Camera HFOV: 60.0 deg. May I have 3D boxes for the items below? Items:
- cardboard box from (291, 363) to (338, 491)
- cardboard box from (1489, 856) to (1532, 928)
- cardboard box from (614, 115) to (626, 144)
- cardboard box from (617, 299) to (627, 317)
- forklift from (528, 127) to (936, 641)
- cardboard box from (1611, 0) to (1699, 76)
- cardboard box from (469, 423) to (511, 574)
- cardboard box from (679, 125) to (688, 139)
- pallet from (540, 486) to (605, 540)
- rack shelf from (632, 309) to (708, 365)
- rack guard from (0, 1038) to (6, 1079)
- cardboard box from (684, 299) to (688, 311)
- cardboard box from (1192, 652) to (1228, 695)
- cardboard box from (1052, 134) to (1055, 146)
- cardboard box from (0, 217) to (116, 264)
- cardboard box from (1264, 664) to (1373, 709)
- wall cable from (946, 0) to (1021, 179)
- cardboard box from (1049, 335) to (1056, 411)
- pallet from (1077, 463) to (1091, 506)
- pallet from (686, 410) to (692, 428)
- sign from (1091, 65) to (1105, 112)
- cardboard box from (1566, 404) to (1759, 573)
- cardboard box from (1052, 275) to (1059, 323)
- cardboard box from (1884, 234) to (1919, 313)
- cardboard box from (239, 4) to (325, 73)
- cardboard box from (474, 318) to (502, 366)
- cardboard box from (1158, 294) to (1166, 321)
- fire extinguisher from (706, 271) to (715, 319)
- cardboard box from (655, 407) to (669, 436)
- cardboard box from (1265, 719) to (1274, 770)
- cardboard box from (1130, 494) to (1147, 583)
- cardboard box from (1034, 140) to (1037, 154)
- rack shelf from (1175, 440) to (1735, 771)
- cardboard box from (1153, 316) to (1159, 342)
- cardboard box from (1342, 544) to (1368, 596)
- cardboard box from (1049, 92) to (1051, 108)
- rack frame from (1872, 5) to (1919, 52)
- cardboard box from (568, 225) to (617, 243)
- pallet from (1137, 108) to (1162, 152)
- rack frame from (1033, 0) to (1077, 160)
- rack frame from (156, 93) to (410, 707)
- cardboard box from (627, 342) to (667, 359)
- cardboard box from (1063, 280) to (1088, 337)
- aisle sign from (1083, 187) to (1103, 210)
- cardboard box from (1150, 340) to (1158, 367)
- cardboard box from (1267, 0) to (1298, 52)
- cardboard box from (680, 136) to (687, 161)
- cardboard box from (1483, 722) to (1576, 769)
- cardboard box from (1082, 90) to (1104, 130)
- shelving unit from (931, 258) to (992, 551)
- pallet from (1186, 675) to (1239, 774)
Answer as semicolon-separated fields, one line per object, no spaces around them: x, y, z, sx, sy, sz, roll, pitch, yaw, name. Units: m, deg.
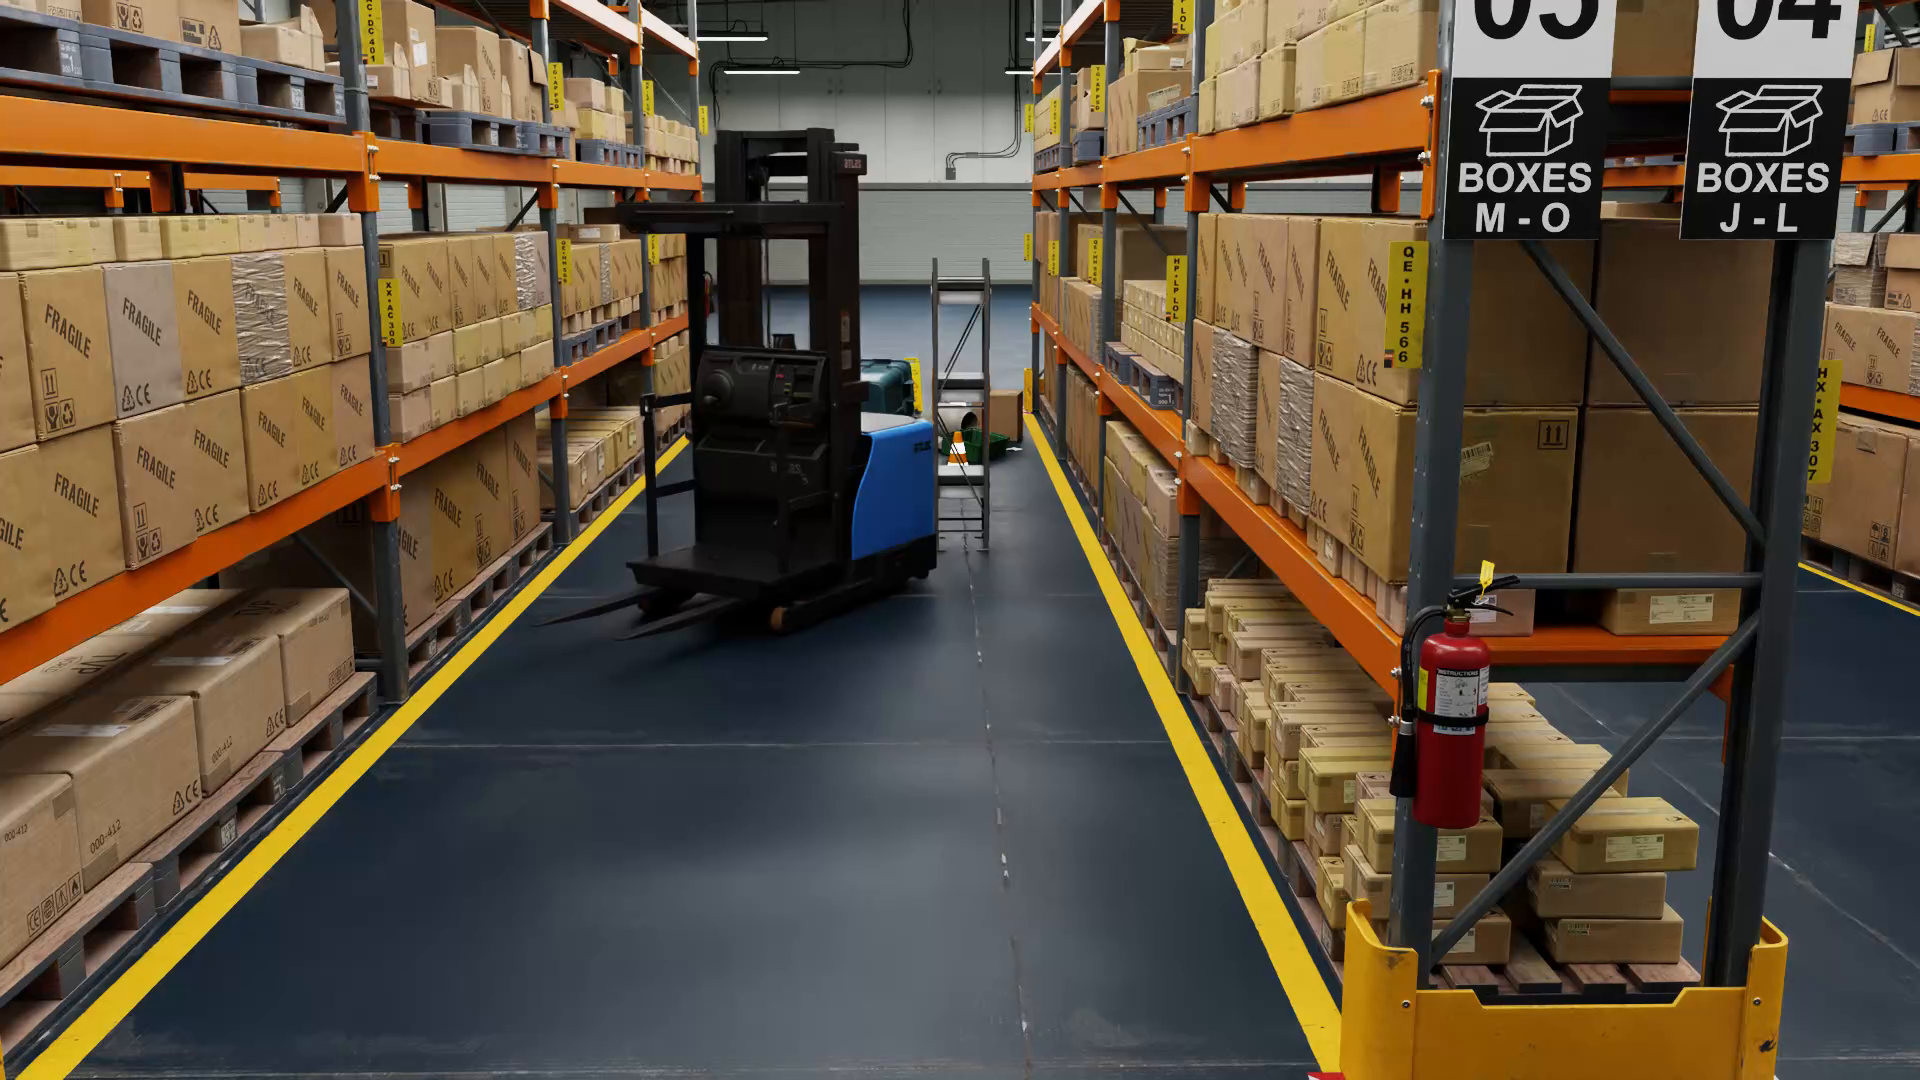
-3.040;-0.494;7.196;0.500;0.500;0.500;-1;11;-3;cardboard box
1.930;1.151;5.456;0.380;0.149;0.250;0;11;-1;cardboard box
-3.329;-3.715;15.104;0.500;0.250;0.500;0;11;-2;cardboard box
-3.162;-2.056;14.723;0.380;0.149;0.250;0;11;-1;cardboard box
-1.332;-0.982;10.026;1.130;2.935;3.031;7;13;29;forklift
1.955;-1.370;4.601;0.500;0.250;0.500;0;11;1;cardboard box
-3.458;-0.283;10.696;0.875;0.875;0.875;0;11;0;cardboard box
-3.276;-4.593;18.736;0.380;0.149;0.250;0;11;-2;cardboard box
-3.418;-0.222;13.122;1.003;0.211;1.213;0;11;-1;pallet
-3.528;-2.273;18.029;1.077;0.370;4.000;0;11;-1;rack shelf
-3.238;1.387;4.465;1.175;0.500;0.348;0;11;-1;rack guard
-3.212;-2.675;18.831;0.380;0.149;0.250;0;11;0;cardboard box
1.318;0.640;7.976;0.380;0.149;0.250;0;11;1;cardboard box
1.121;-4.043;16.723;0.380;0.149;0.250;0;11;0;cardboard box
-3.018;-0.980;5.446;0.380;0.149;0.250;0;11;-1;cardboard box
1.433;0.601;6.668;0.380;0.149;0.250;0;11;-1;cardboard box
0.715;-14.057;50.663;2.305;6.003;0.169;0;11;-1;wall cable
1.478;-1.919;18.761;0.875;0.875;0.875;0;11;-2;cardboard box
1.580;-0.506;14.522;1.003;0.211;1.213;0;11;-1;pallet
-3.586;-1.480;19.323;1.003;0.211;1.213;0;11;-1;pallet
0.988;-3.235;11.917;0.100;0.325;0.005;0;11;-1;sign
1.975;-0.168;4.845;0.500;0.500;0.500;0;11;2;cardboard box
1.407;-2.525;17.082;0.875;0.550;0.550;0;11;-1;cardboard box
6.514;-1.739;10.814;0.797;0.503;0.637;0;11;0;cardboard box
-2.988;-2.171;7.204;0.396;0.266;0.258;0;11;1;cardboard box
-3.083;-1.203;10.062;0.500;0.250;0.500;-1;11;-3;cardboard box
1.396;-1.391;9.949;0.380;0.149;0.250;-1;11;-4;cardboard box
-3.111;-3.010;20.047;0.296;0.674;0.183;0;11;-1;fire extinguisher
-3.229;-1.205;16.813;0.500;0.250;0.500;-1;11;-4;cardboard box
1.389;0.801;6.431;0.380;0.149;0.250;0;11;2;cardboard box
1.342;-0.009;10.291;0.500;0.500;0.500;0;11;-2;cardboard box
1.064;-4.596;19.449;0.380;0.149;0.250;0;11;-1;cardboard box
1.667;0.072;6.471;1.077;0.370;4.000;0;11;-1;rack shelf
1.390;-1.295;10.228;0.380;0.149;0.250;0;11;1;cardboard box
1.431;0.077;5.268;0.380;0.149;0.250;0;11;-2;cardboard box
1.112;-4.534;17.138;0.380;0.149;0.250;0;11;-1;cardboard box
11.291;-6.025;19.622;1.000;3.000;0.127;0;11;-1;rack frame
-3.195;-2.665;14.461;0.380;0.149;0.250;-1;11;-4;cardboard box
1.695;-2.386;9.702;1.213;0.211;1.003;0;11;-1;pallet
1.378;-6.004;19.520;1.000;3.000;0.127;0;11;-1;rack frame
-3.321;-0.638;8.159;1.000;3.000;0.127;0;11;-1;rack frame
-3.171;-1.915;16.798;0.380;0.149;0.250;0;11;0;cardboard box
1.214;-2.112;15.172;0.500;0.500;0.500;0;11;-1;cardboard box
1.676;-4.353;19.934;0.394;0.787;0.004;0;11;-1;aisle sign
1.384;-1.151;10.265;0.380;0.149;0.250;-1;11;-3;cardboard box
1.426;-1.919;6.050;0.500;0.250;0.500;-1;11;-4;cardboard box
-3.264;-4.262;18.107;0.500;0.250;0.500;0;11;0;cardboard box
1.946;0.757;5.901;0.380;0.149;0.250;-1;11;-4;cardboard box
1.222;-3.361;12.955;0.500;0.311;0.500;0;11;-1;cardboard box
0.003;-0.996;12.188;0.431;2.100;0.503;0;11;-1;shelving unit
1.675;0.822;7.979;1.003;0.211;1.213;0;11;-1;pallet
